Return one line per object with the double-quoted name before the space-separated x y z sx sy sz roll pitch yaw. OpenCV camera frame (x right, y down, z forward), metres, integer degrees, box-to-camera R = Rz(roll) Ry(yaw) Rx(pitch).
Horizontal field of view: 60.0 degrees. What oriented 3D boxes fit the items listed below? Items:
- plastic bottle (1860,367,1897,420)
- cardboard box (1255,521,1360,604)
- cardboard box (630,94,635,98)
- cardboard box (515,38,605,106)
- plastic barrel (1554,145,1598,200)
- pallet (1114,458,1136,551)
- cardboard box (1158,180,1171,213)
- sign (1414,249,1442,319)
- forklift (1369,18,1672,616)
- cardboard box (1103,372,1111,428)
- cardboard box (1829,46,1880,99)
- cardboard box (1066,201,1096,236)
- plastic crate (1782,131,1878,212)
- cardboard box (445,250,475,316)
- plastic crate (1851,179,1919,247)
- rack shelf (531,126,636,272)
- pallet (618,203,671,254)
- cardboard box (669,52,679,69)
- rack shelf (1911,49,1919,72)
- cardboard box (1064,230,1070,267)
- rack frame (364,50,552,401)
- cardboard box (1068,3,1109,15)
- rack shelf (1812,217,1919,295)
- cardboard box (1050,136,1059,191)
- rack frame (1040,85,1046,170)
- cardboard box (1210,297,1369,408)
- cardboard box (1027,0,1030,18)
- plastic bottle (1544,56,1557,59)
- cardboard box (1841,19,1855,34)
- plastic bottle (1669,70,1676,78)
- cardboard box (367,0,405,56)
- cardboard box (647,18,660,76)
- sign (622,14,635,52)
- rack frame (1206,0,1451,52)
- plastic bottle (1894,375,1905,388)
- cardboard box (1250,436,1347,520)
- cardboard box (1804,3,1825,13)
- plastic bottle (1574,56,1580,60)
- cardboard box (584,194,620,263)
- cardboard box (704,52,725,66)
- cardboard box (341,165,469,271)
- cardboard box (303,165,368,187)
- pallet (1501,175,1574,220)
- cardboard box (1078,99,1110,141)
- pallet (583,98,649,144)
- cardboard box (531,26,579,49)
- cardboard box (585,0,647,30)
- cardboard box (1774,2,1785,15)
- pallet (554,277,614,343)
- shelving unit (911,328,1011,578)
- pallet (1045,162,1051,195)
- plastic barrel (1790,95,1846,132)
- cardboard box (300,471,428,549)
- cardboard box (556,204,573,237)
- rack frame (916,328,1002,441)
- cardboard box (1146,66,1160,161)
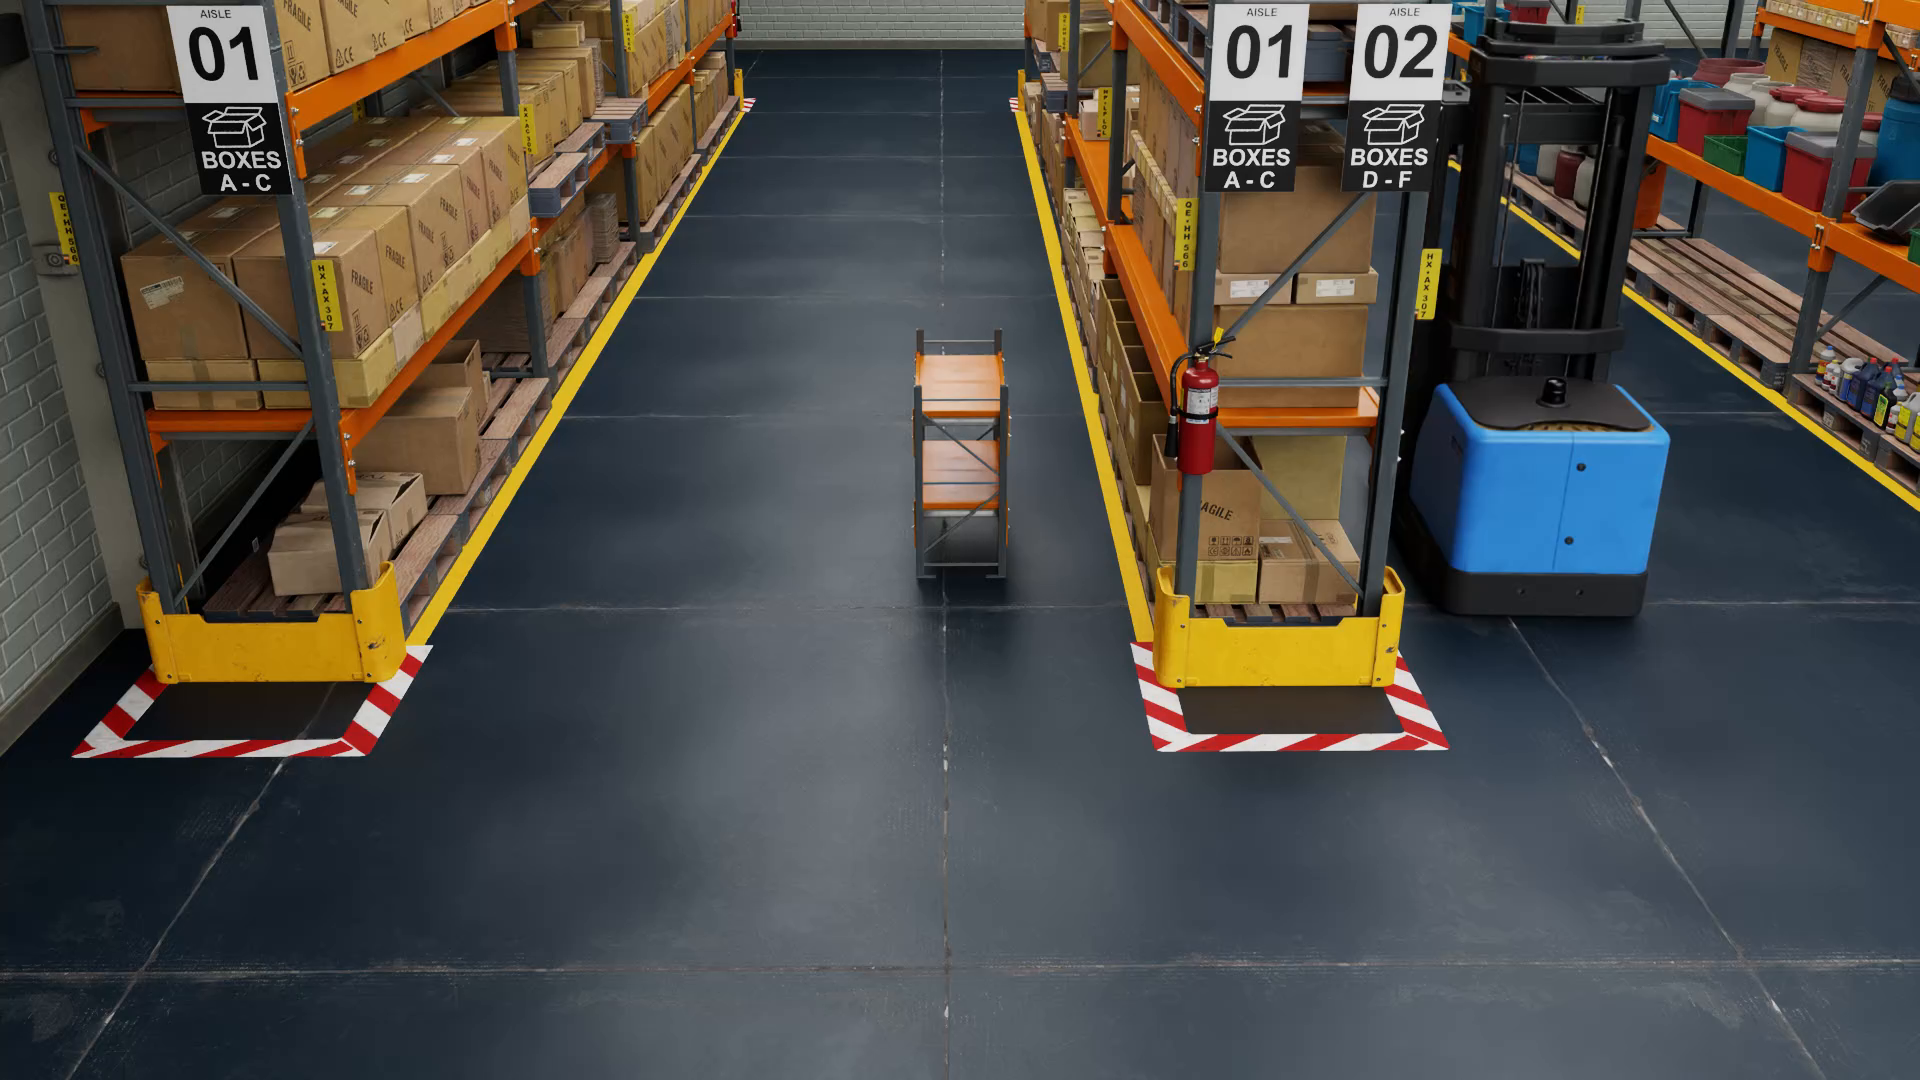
"plastic bottle" 6.063 -0.976 10.948 0.144 0.351 0.185 -1 24 -3
"cardboard box" 1.774 0.114 8.685 0.500 0.250 0.500 0 24 -1
"cardboard box" -3.249 -4.134 15.530 0.380 0.149 0.250 0 24 0
"cardboard box" -3.468 -4.051 14.411 0.700 0.500 0.500 -3 25 -7
"plastic barrel" 6.389 -3.802 16.934 0.600 0.588 0.708 0 24 -1
"pallet" 1.497 -0.272 10.094 1.003 0.211 1.213 0 24 -1
"cardboard box" 1.344 -1.965 9.547 0.380 0.149 0.250 0 24 -1
"sign" 2.113 -1.156 7.520 0.100 0.325 0.005 0 24 -1
"forklift" 3.111 -1.498 9.506 1.130 2.935 3.031 1 24 2
"cardboard box" 1.216 -0.914 10.958 0.500 0.250 0.500 0 24 -1
"cardboard box" 11.395 -5.580 20.516 0.875 0.875 0.875 0 24 -1
"cardboard box" 1.196 -2.783 14.409 0.500 0.311 0.500 -1 24 -2
"plastic crate" 6.156 -2.622 11.830 0.402 0.464 0.583 0 24 -1
"cardboard box" -3.107 -1.477 9.534 0.500 0.250 0.500 0 24 0
"plastic crate" 6.345 -2.150 10.939 0.767 0.338 0.504 0 24 -1
"rack shelf" -3.461 -2.846 13.277 1.077 0.370 4.000 0 24 -1
"pallet" -3.416 -3.053 16.244 1.003 0.211 1.213 0 24 -1
"cardboard box" -3.194 -5.084 17.631 0.380 0.149 0.250 0 24 -1
"rack shelf" 11.354 -4.562 17.069 1.077 0.370 4.000 0 24 -1
"cardboard box" 1.189 -2.536 14.545 0.500 0.250 0.500 -1 24 -2
"rack frame" -3.439 -2.350 11.306 1.000 3.000 0.127 0 24 -1
"cardboard box" 1.508 -5.180 16.931 0.700 0.500 0.500 -6 25 -14
"rack shelf" 6.489 -1.243 9.731 1.077 0.370 4.000 0 24 -1
"cardboard box" 1.208 -3.897 17.227 0.500 0.500 0.500 -1 24 -3
"rack frame" 1.427 -5.670 18.648 1.000 3.000 0.127 0 24 -1
"cardboard box" 1.565 -0.964 8.119 0.700 0.500 0.500 0 24 -1
"cardboard box" 1.135 -6.968 21.394 0.500 0.500 0.500 0 24 -1
"plastic bottle" 6.016 -4.853 16.900 0.144 0.351 0.185 0 24 -1
"cardboard box" 10.987 -6.253 20.240 0.380 0.149 0.250 -1 24 -1
"plastic bottle" 6.737 -4.357 15.894 0.152 0.276 0.135 0 24 -1
"cardboard box" -3.129 -2.698 8.289 0.500 0.500 0.500 1 24 2
"cardboard box" -3.233 -4.810 16.239 0.500 0.500 0.500 0 24 -1
"sign" -2.941 -4.496 14.742 0.100 0.325 0.005 0 24 -1
"rack frame" 1.558 -3.459 6.478 1.000 3.000 0.127 0 24 -1
"plastic bottle" 6.183 -0.958 11.006 0.097 0.271 0.097 0 24 0
"cardboard box" 1.767 -0.434 8.986 0.500 0.500 0.500 0 24 -1
"cardboard box" 11.038 -6.809 20.985 0.500 0.250 0.500 -1 24 -2
"plastic bottle" 6.575 -5.215 17.699 0.144 0.351 0.185 0 24 -1
"cardboard box" -3.423 -2.763 14.720 0.700 0.500 0.500 0 24 0
"cardboard box" -3.279 -6.303 21.782 0.380 0.149 0.250 -1 24 -1
"cardboard box" -3.113 -1.812 9.363 0.500 0.500 0.500 0 24 1
"cardboard box" -3.625 -1.806 9.350 0.500 0.500 0.500 0 24 0
"pallet" 6.363 -3.598 17.450 1.003 0.211 1.213 0 24 -1
"cardboard box" 1.286 -3.612 14.205 0.500 0.311 0.500 -1 24 -1
"pallet" -3.369 -3.618 14.342 1.213 0.211 1.003 0 24 -1
"cardboard box" -3.431 -4.265 14.099 0.380 0.149 0.250 -4 25 -9
"cardboard box" -3.237 -4.940 15.616 0.500 0.250 0.500 -1 24 -1
"cardboard box" 10.967 -6.994 21.878 0.380 0.149 0.250 -1 24 -1
"pallet" -3.466 -1.904 13.704 1.003 0.211 1.213 0 24 -1
"shelving unit" 0.000 -0.515 9.524 0.538 1.125 1.048 0 24 -1
"pallet" 1.473 -4.065 18.482 1.003 0.211 1.213 0 24 -1
"plastic barrel" 6.668 -3.154 12.919 0.433 0.535 0.433 0 24 0
"cardboard box" -3.320 -0.198 9.276 0.500 0.311 0.500 2 24 4
"cardboard box" -3.469 -2.658 13.576 0.500 0.250 0.500 0 24 -1
"rack frame" -0.006 -0.725 9.988 0.500 1.125 0.032 0 24 -1
"cardboard box" 1.532 -2.620 10.206 0.700 0.500 0.500 0 24 -1
